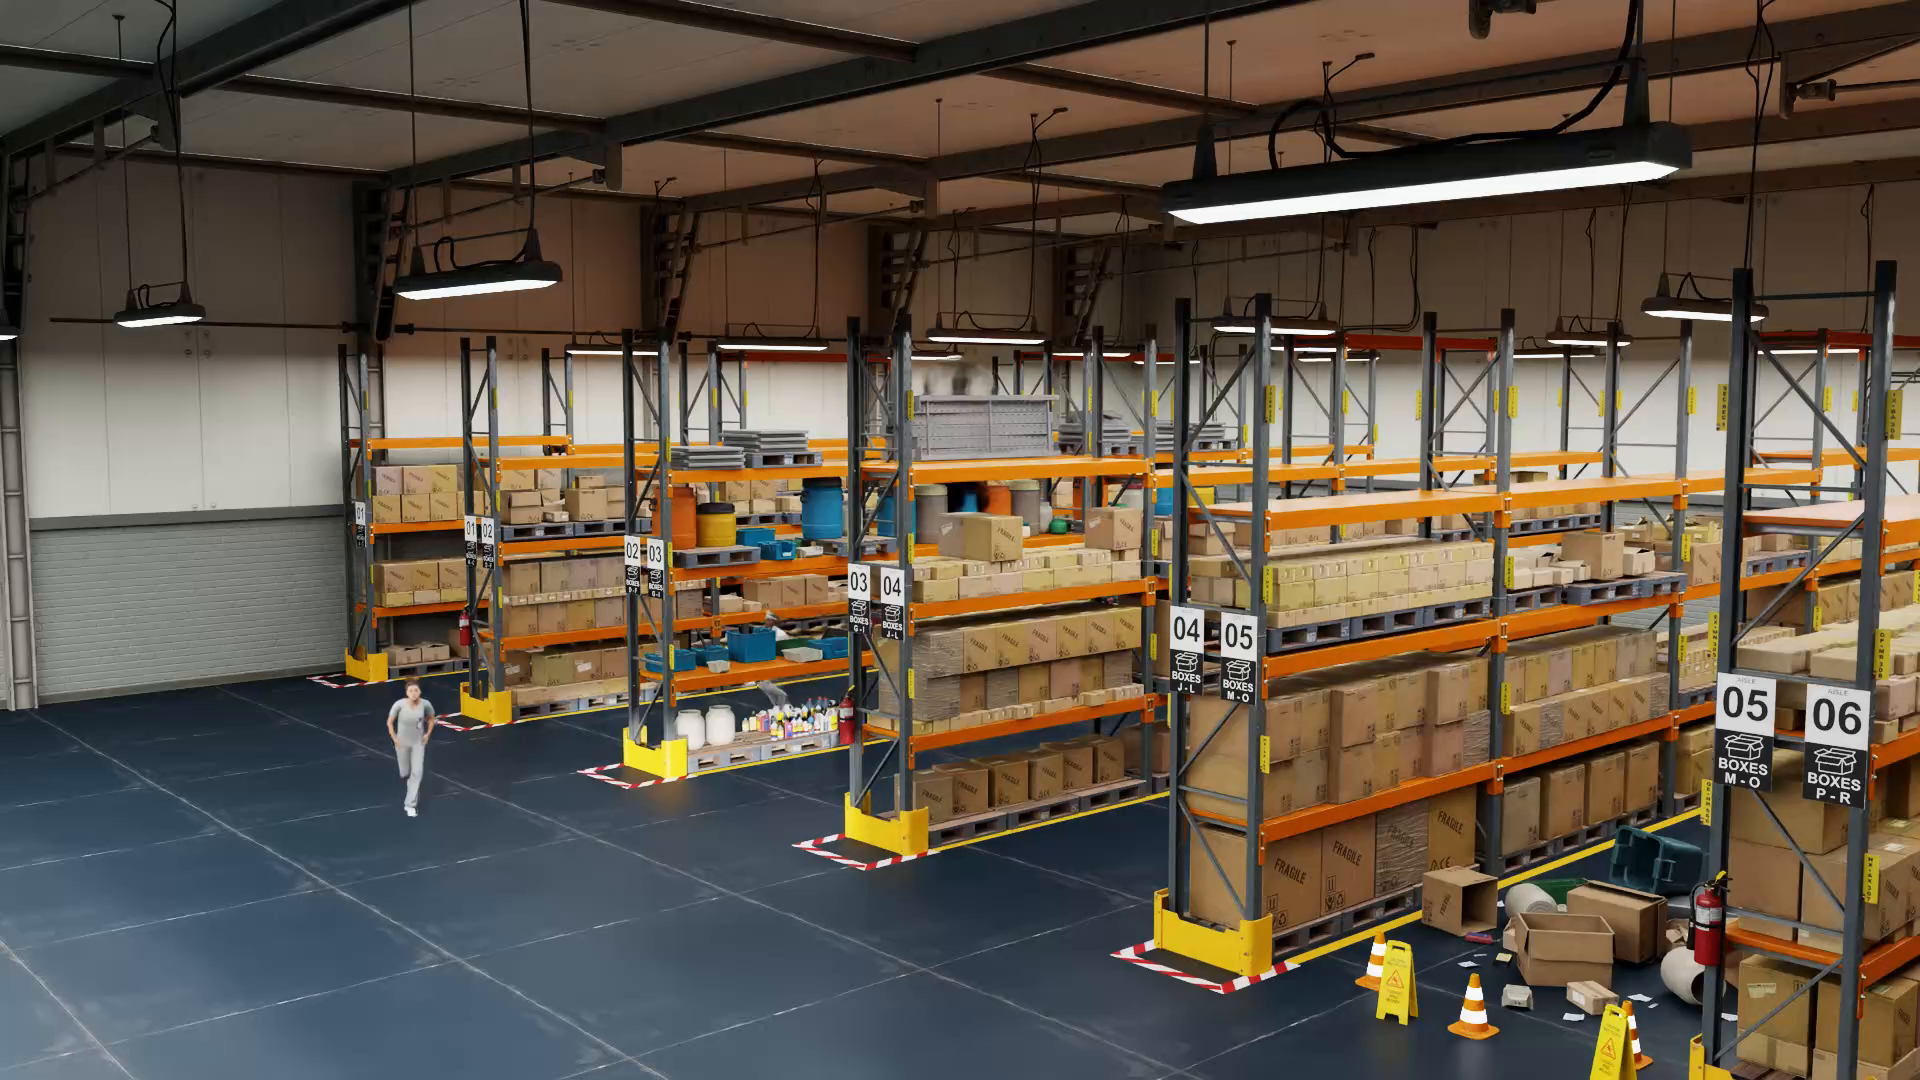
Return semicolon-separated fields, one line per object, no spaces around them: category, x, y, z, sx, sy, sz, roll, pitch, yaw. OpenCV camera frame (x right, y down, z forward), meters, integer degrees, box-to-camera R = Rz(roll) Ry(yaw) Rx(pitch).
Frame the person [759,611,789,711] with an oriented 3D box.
person;-3.051;1.959;26.557;0.562;1.662;0.561;-5;7;-43

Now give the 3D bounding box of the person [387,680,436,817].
person;-6.786;2.533;20.601;0.568;1.654;0.910;-2;5;-19

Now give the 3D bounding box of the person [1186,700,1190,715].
person;3.690;1.933;26.586;0.703;1.723;0.587;4;7;38
